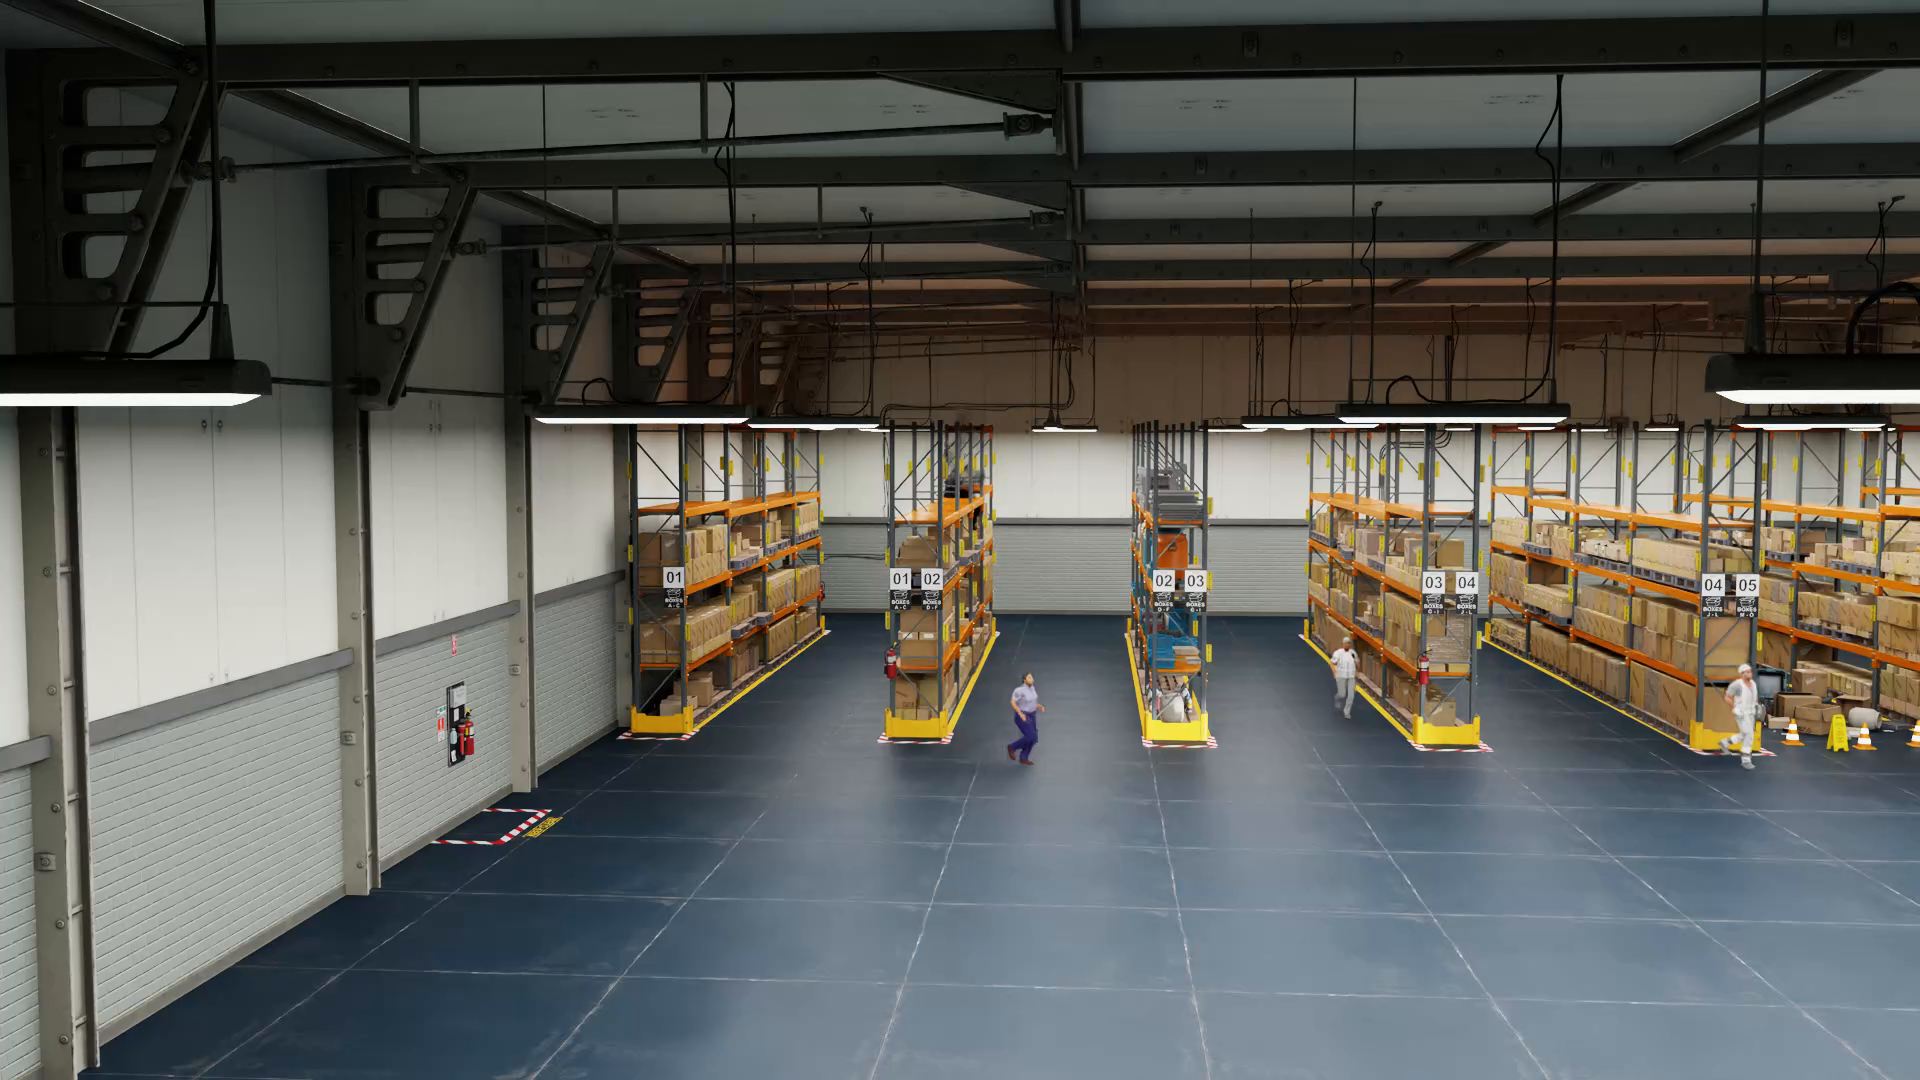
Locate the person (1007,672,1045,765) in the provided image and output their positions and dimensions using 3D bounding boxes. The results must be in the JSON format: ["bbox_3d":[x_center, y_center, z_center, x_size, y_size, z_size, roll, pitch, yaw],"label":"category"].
[{"bbox_3d":[1.164,3.098,28.903,0.581,1.617,0.597,2,4,33],"label":"person"}]

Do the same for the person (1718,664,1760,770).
[{"bbox_3d":[13.496,3.025,28.784,0.669,1.792,0.783,-2,4,-28],"label":"person"}]

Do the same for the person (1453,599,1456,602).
[{"bbox_3d":[13.311,2.081,43.989,0.668,1.741,0.968,1,4,9],"label":"person"}]

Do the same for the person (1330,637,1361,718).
[{"bbox_3d":[7.832,2.782,33.769,0.619,1.624,0.558,0,4,-1],"label":"person"}]
